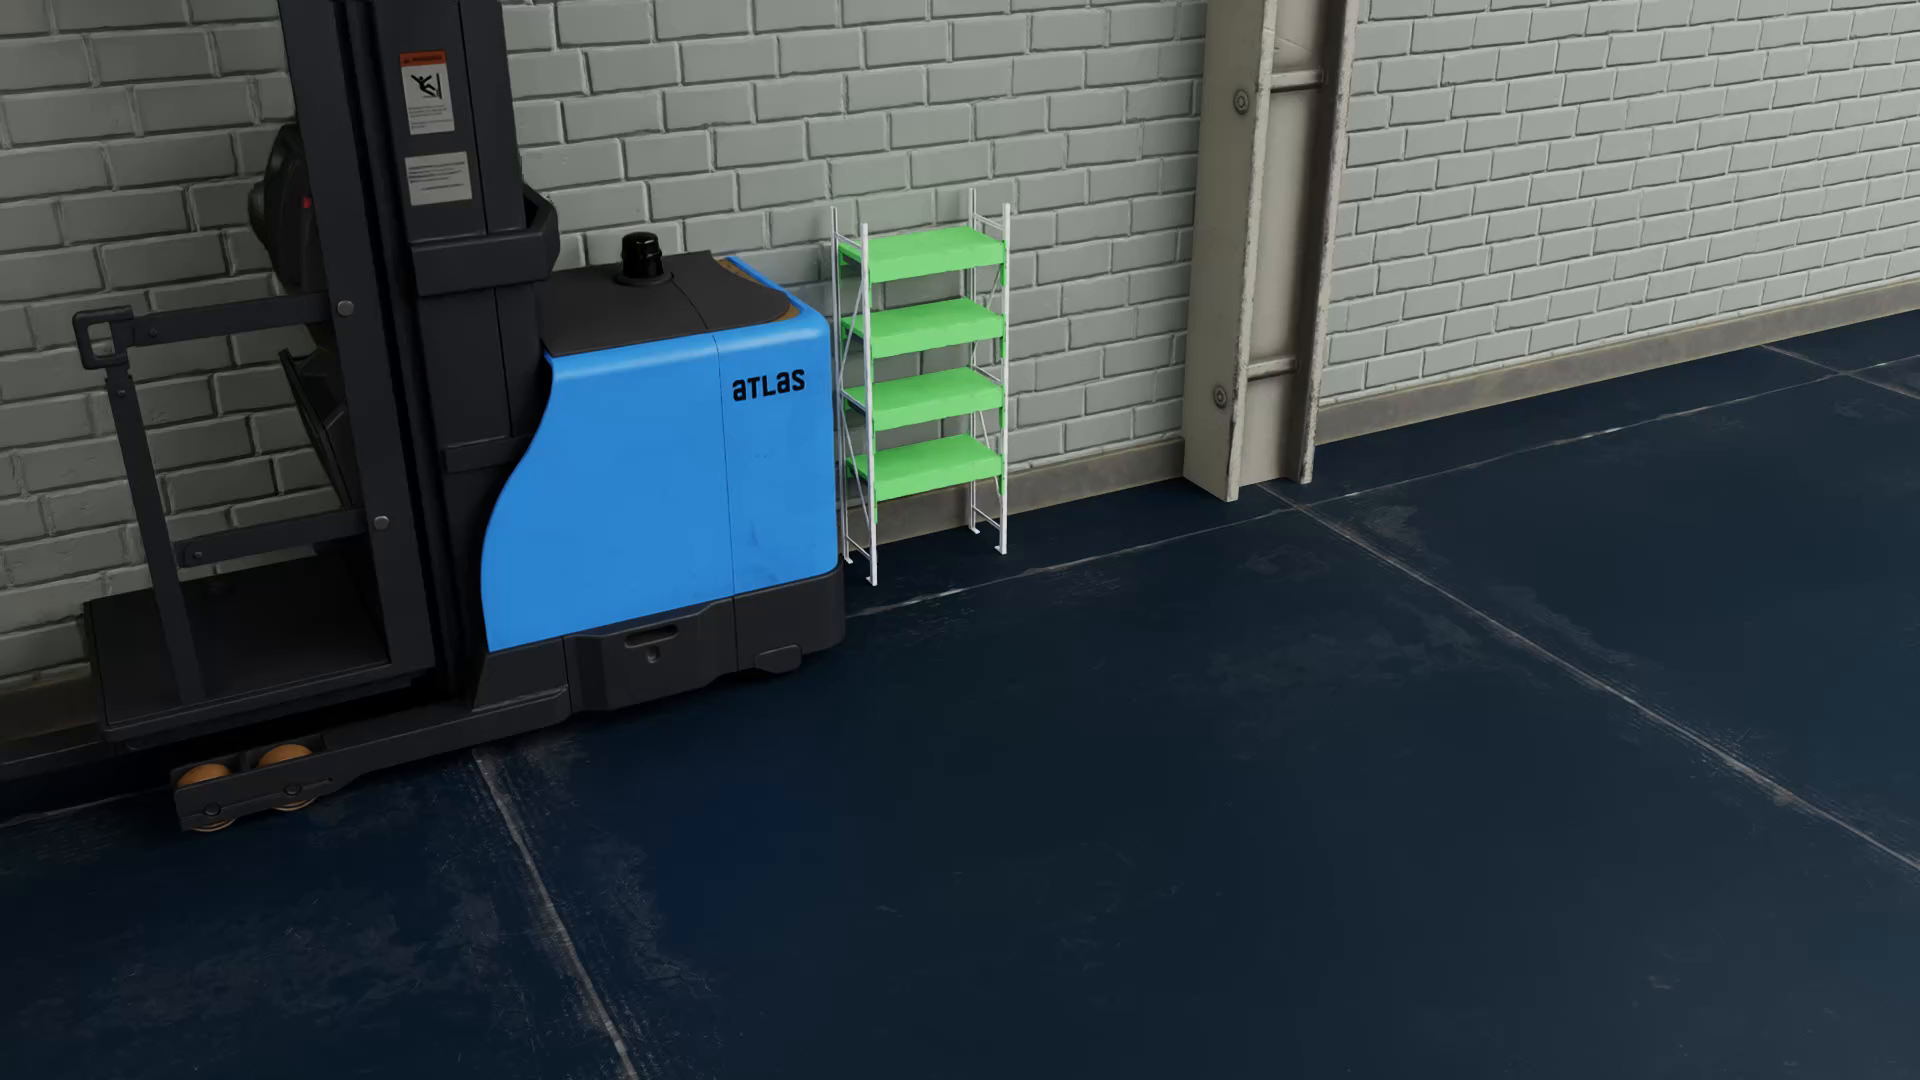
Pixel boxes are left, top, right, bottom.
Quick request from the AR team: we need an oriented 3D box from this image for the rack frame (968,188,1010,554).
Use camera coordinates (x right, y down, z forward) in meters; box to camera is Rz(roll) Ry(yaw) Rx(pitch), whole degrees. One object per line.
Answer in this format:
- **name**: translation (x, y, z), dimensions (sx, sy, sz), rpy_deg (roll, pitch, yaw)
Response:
- **rack frame**: translation (0.092, -0.540, 5.487), dimensions (0.015, 1.200, 0.240), rpy_deg (-13, 28, -26)

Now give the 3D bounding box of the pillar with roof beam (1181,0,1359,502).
- **pillar with roof beam**: translation (3.094, -2.649, 0.870), dimensions (0.400, 9.000, 9.100), rpy_deg (-13, 29, -25)

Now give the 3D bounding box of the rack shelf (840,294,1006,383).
- **rack shelf**: translation (-0.123, -0.648, 5.306), dimensions (0.480, 0.148, 0.258), rpy_deg (-13, 28, -26)

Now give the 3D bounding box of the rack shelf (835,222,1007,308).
- **rack shelf**: translation (-0.123, -0.865, 5.203), dimensions (0.480, 0.148, 0.258), rpy_deg (-13, 28, -26)

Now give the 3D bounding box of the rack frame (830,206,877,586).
- **rack frame**: translation (-0.336, -0.439, 5.276), dimensions (0.015, 1.200, 0.240), rpy_deg (-13, 28, -26)

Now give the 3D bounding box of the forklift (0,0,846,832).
- **forklift**: translation (-1.889, -0.844, 4.122), dimensions (3.031, 2.935, 1.130), rpy_deg (-13, 29, -25)

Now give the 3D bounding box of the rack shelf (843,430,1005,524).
- **rack shelf**: translation (-0.121, -0.215, 5.512), dimensions (0.480, 0.148, 0.258), rpy_deg (-13, 28, -26)

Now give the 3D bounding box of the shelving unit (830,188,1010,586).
- **shelving unit**: translation (-0.122, -0.489, 5.381), dimensions (0.503, 1.200, 0.258), rpy_deg (-13, 28, -26)

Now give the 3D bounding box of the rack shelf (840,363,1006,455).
- **rack shelf**: translation (-0.122, -0.432, 5.409), dimensions (0.480, 0.148, 0.258), rpy_deg (-13, 28, -26)
